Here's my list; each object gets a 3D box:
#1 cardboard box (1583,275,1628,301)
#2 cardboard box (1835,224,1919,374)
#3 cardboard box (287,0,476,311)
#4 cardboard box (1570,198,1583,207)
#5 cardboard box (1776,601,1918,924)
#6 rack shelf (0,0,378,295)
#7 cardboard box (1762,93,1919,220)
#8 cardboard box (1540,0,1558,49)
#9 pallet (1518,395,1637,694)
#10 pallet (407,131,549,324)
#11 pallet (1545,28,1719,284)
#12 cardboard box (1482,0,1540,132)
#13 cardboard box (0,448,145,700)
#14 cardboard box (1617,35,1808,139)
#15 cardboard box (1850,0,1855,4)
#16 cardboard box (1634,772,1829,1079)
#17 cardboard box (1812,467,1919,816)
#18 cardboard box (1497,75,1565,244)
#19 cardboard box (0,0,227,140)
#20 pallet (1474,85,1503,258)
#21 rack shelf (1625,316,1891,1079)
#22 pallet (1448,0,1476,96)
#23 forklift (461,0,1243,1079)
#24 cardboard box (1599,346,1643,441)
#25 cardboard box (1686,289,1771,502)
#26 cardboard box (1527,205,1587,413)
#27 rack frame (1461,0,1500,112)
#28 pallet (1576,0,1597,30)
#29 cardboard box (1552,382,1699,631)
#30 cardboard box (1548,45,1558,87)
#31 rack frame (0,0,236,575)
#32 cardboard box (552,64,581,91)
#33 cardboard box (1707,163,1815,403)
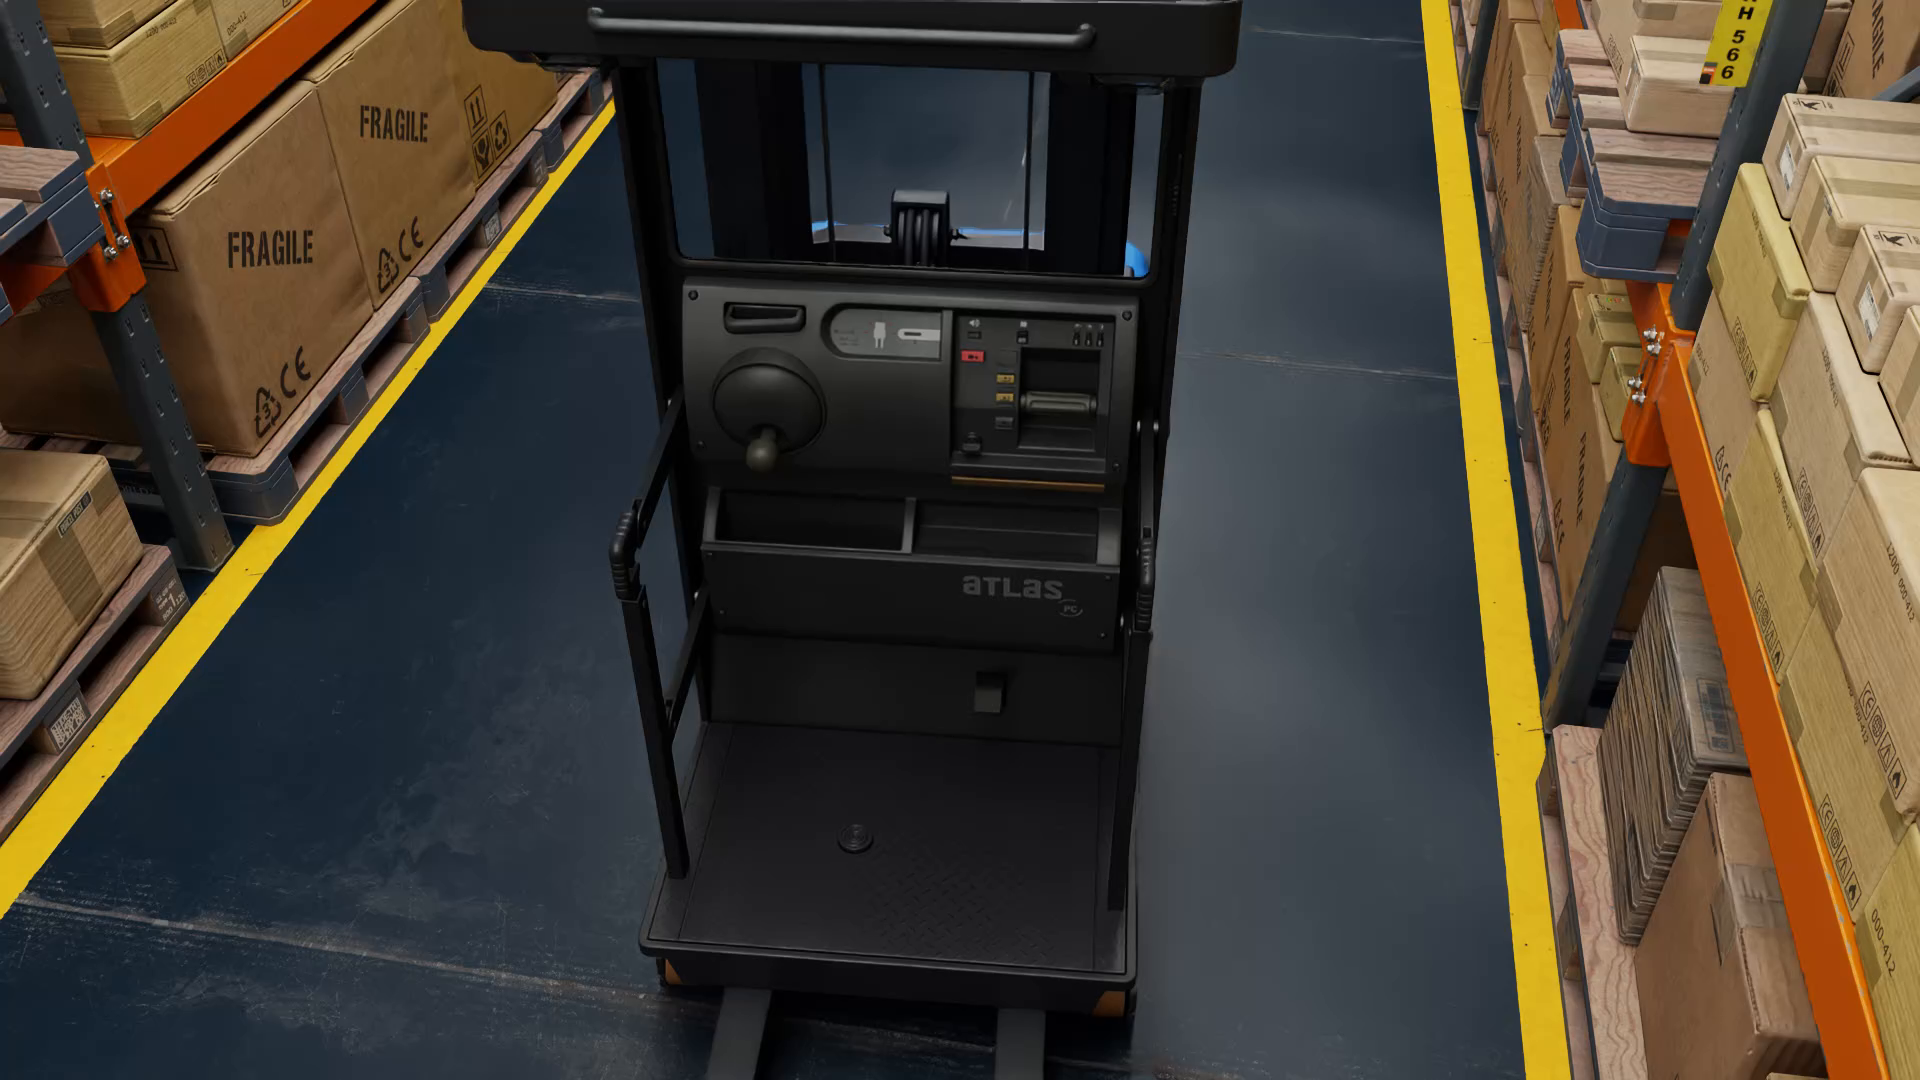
[{"bbox_3d":[2.059,-0.718,4.888,0.380,0.149,0.250,5,40,6],"label":"cardboard box"},{"bbox_3d":[1.708,-0.386,2.775,0.380,0.149,0.250,7,40,9],"label":"cardboard box"},{"bbox_3d":[-2.413,-1.469,6.010,0.875,0.875,0.875,7,40,8],"label":"cardboard box"},{"bbox_3d":[2.210,-1.212,5.485,0.380,0.149,0.250,5,40,6],"label":"cardboard box"},{"bbox_3d":[1.625,0.352,2.588,0.500,0.250,0.500,5,40,6],"label":"cardboard box"},{"bbox_3d":[-2.426,-2.120,6.024,1.077,0.370,4.000,6,40,8],"label":"rack shelf"},{"bbox_3d":[1.772,-0.718,3.177,0.380,0.149,0.250,8,40,9],"label":"cardboard box"},{"bbox_3d":[2.480,-2.015,6.457,0.380,0.149,0.250,4,40,5],"label":"cardboard box"},{"bbox_3d":[2.283,0.013,5.068,1.003,0.211,1.213,6,40,8],"label":"pallet"},{"bbox_3d":[-2.348,-1.317,6.677,1.003,0.211,1.213,6,40,8],"label":"pallet"},{"bbox_3d":[2.165,-0.956,4.203,1.213,0.211,1.003,6,40,8],"label":"pallet"},{"bbox_3d":[2.504,-2.027,6.980,0.500,0.500,0.500,8,40,10],"label":"cardboard box"},{"bbox_3d":[-2.880,0.062,4.553,0.950,0.372,0.625,4,40,5],"label":"cardboard box"},{"bbox_3d":[1.853,-1.116,4.114,0.380,0.149,0.250,7,40,8],"label":"cardboard box"},{"bbox_3d":[2.217,-1.843,4.715,0.797,0.503,0.637,6,40,7],"label":"cardboard box"},{"bbox_3d":[1.890,0.957,3.272,0.875,0.625,0.625,8,40,9],"label":"cardboard box"},{"bbox_3d":[1.603,0.160,2.427,0.500,0.250,0.500,5,40,7],"label":"cardboard box"},{"bbox_3d":[2.331,-1.379,6.196,0.500,0.500,0.500,5,40,6],"label":"cardboard box"},{"bbox_3d":[-2.440,-1.363,4.663,0.500,0.250,0.500,6,40,7],"label":"cardboard box"},{"bbox_3d":[2.706,-1.518,6.920,1.003,0.211,1.213,6,40,8],"label":"pallet"},{"bbox_3d":[1.771,0.936,2.329,1.077,0.370,4.000,6,40,8],"label":"rack shelf"},{"bbox_3d":[2.929,-2.463,8.064,1.003,0.211,1.213,6,40,8],"label":"pallet"},{"bbox_3d":[-0.123,-0.243,3.243,1.130,2.935,3.031,3,40,4],"label":"forklift"},{"bbox_3d":[1.953,-0.383,4.483,0.380,0.149,0.250,5,40,5],"label":"cardboard box"},{"bbox_3d":[1.800,-0.288,3.361,0.500,0.250,0.500,7,40,8],"label":"cardboard box"},{"bbox_3d":[2.163,-0.726,5.406,0.500,0.500,0.500,8,40,10],"label":"cardboard box"},{"bbox_3d":[2.809,-3.107,6.654,1.000,3.000,0.127,6,40,8],"label":"rack frame"},{"bbox_3d":[2.449,-1.744,5.156,1.003,0.211,1.213,6,40,8],"label":"pallet"},{"bbox_3d":[1.978,-0.084,4.630,0.500,0.500,0.500,7,40,9],"label":"cardboard box"},{"bbox_3d":[2.366,-1.689,6.062,0.380,0.149,0.250,6,40,8],"label":"cardboard box"},{"bbox_3d":[-2.772,-1.142,4.277,1.000,3.000,0.127,6,40,8],"label":"rack frame"},{"bbox_3d":[-2.109,-2.597,7.375,0.875,0.875,0.875,8,40,9],"label":"cardboard box"},{"bbox_3d":[1.775,-0.483,3.206,0.500,0.250,0.500,6,40,8],"label":"cardboard box"}]
